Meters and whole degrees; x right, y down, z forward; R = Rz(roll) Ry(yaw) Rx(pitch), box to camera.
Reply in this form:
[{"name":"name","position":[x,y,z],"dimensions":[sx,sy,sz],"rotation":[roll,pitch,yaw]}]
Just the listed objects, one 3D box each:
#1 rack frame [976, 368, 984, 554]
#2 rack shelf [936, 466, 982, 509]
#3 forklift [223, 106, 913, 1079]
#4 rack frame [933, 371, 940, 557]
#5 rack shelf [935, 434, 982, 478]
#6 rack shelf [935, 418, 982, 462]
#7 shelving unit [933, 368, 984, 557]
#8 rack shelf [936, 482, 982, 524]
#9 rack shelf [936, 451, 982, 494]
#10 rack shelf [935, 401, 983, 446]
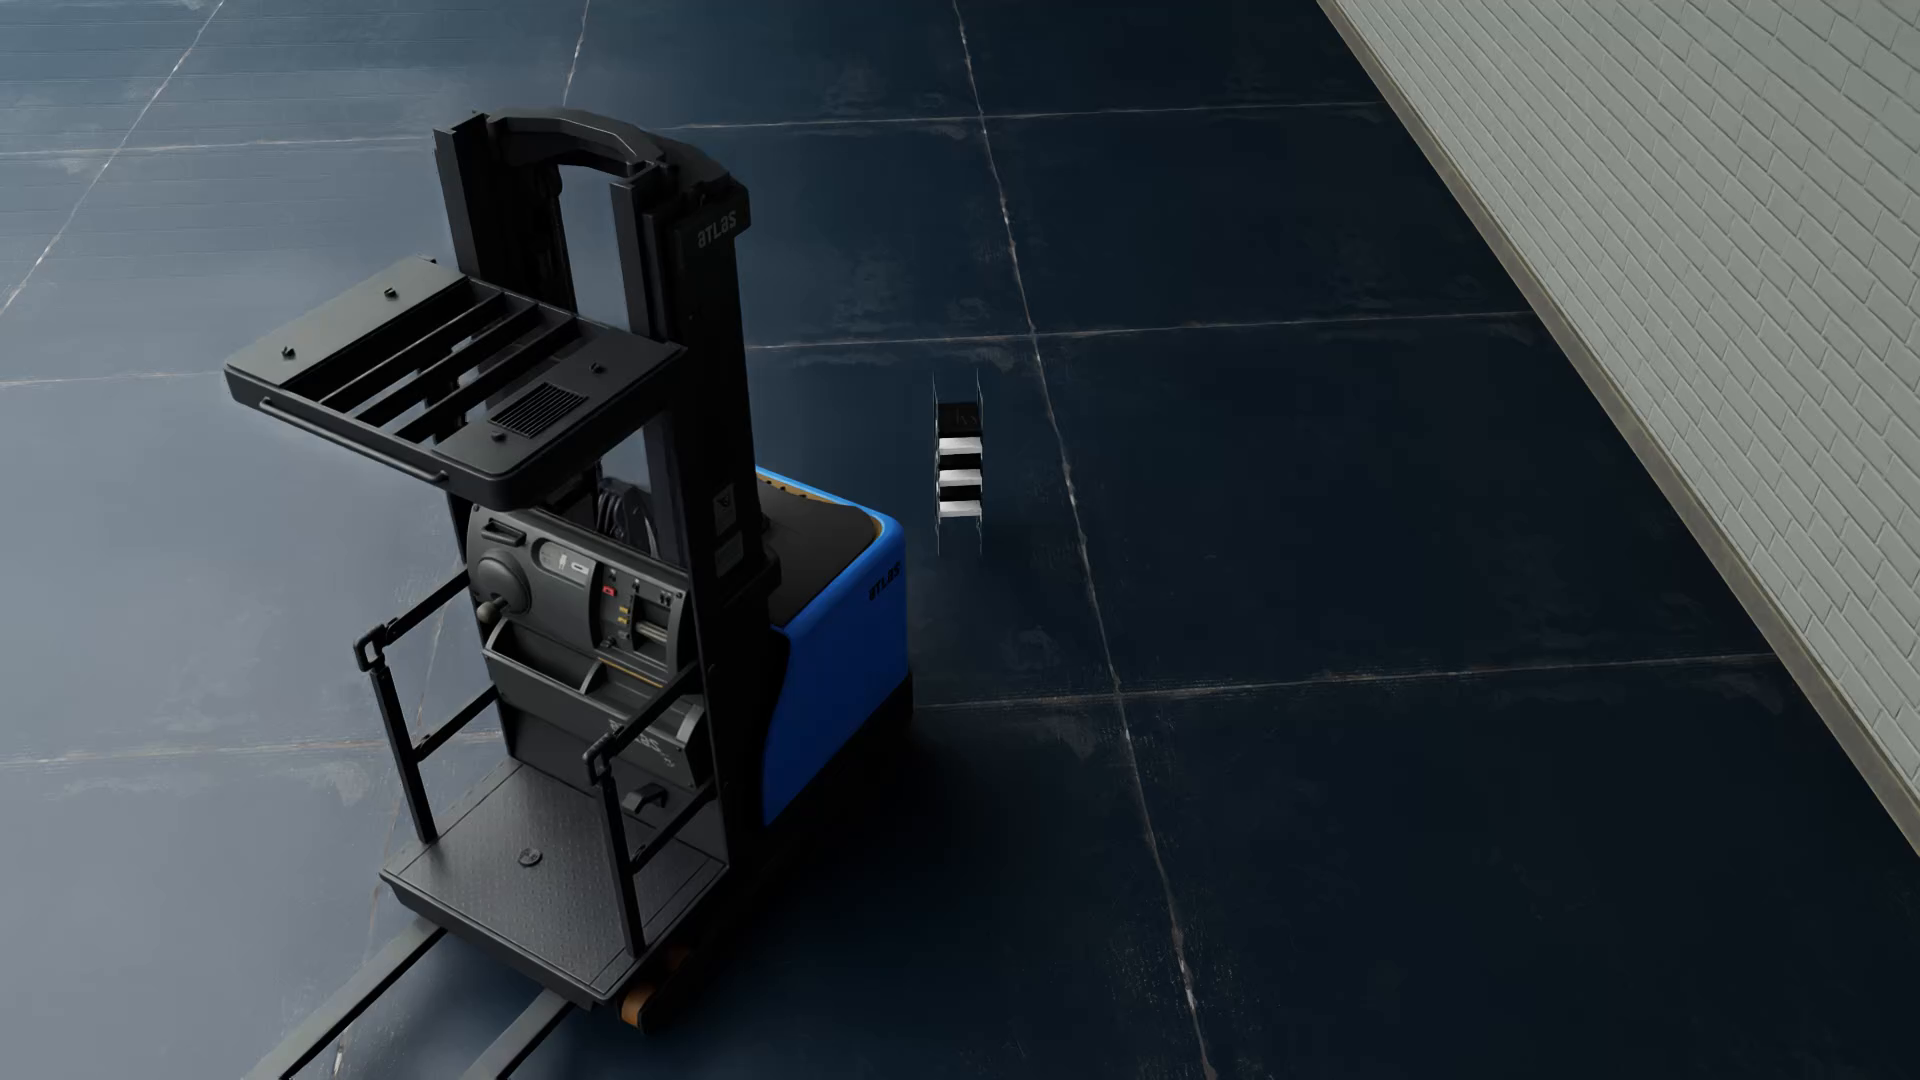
[{"name":"rack frame","position":[0.093,-0.358,7.800],"dimensions":[0.006,0.900,0.240],"rotation":[-3,38,-4]},{"name":"rack shelf","position":[-0.008,-0.256,7.869],"dimensions":[0.200,0.077,0.258],"rotation":[-3,38,-4]},{"name":"forklift","position":[-1.394,0.243,5.397],"dimensions":[1.130,2.935,3.031],"rotation":[21,43,24]},{"name":"rack frame","position":[-0.109,-0.347,7.786],"dimensions":[0.006,0.900,0.240],"rotation":[-3,38,-4]},{"name":"rack shelf","position":[-0.008,-0.397,7.758],"dimensions":[0.200,0.077,0.258],"rotation":[-3,38,-4]},{"name":"rack shelf","position":[-0.008,-0.468,7.702],"dimensions":[0.200,0.077,0.258],"rotation":[-3,38,-4]},{"name":"shelving unit","position":[-0.008,-0.353,7.793],"dimensions":[0.210,0.900,0.258],"rotation":[-3,38,-4]},{"name":"rack shelf","position":[-0.008,-0.185,7.925],"dimensions":[0.200,0.077,0.258],"rotation":[-3,38,-4]},{"name":"rack shelf","position":[-0.008,-0.327,7.813],"dimensions":[0.200,0.077,0.258],"rotation":[-3,38,-4]},{"name":"rack shelf","position":[-0.008,-0.539,7.646],"dimensions":[0.200,0.077,0.258],"rotation":[-3,38,-4]}]
